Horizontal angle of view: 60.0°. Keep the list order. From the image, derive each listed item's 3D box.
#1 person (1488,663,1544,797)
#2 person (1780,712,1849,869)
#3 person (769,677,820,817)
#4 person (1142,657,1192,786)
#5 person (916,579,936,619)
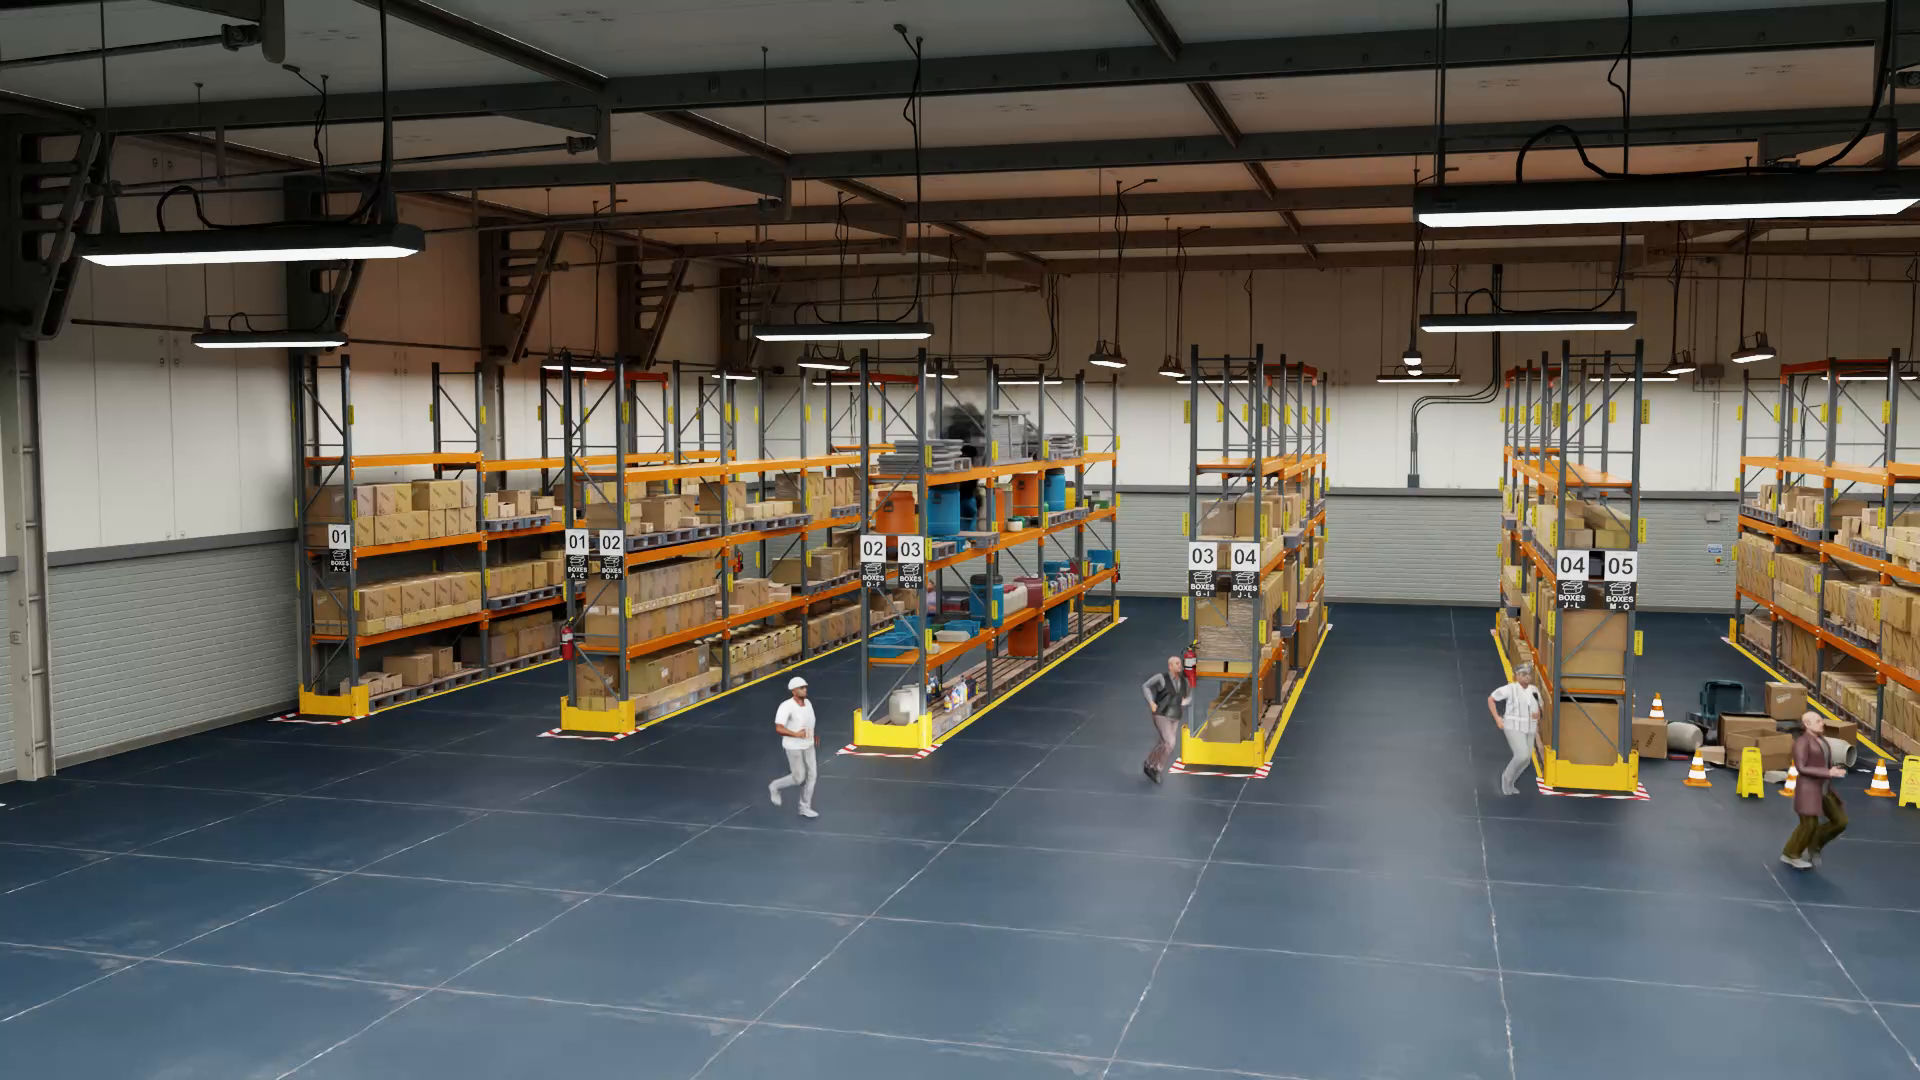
[{"bbox_3d":[7.377,2.495,21.860,0.663,1.763,0.615,-2,5,-21],"label":"person"},{"bbox_3d":[9.397,2.756,18.223,0.703,1.751,0.722,-3,5,-31],"label":"person"},{"bbox_3d":[-2.055,2.573,20.815,0.733,1.732,0.708,3,5,35],"label":"person"},{"bbox_3d":[2.838,2.450,22.772,0.674,1.729,0.703,-3,5,-32],"label":"person"},{"bbox_3d":[-0.624,1.648,33.902,0.570,1.707,0.821,0,4,5],"label":"person"}]
